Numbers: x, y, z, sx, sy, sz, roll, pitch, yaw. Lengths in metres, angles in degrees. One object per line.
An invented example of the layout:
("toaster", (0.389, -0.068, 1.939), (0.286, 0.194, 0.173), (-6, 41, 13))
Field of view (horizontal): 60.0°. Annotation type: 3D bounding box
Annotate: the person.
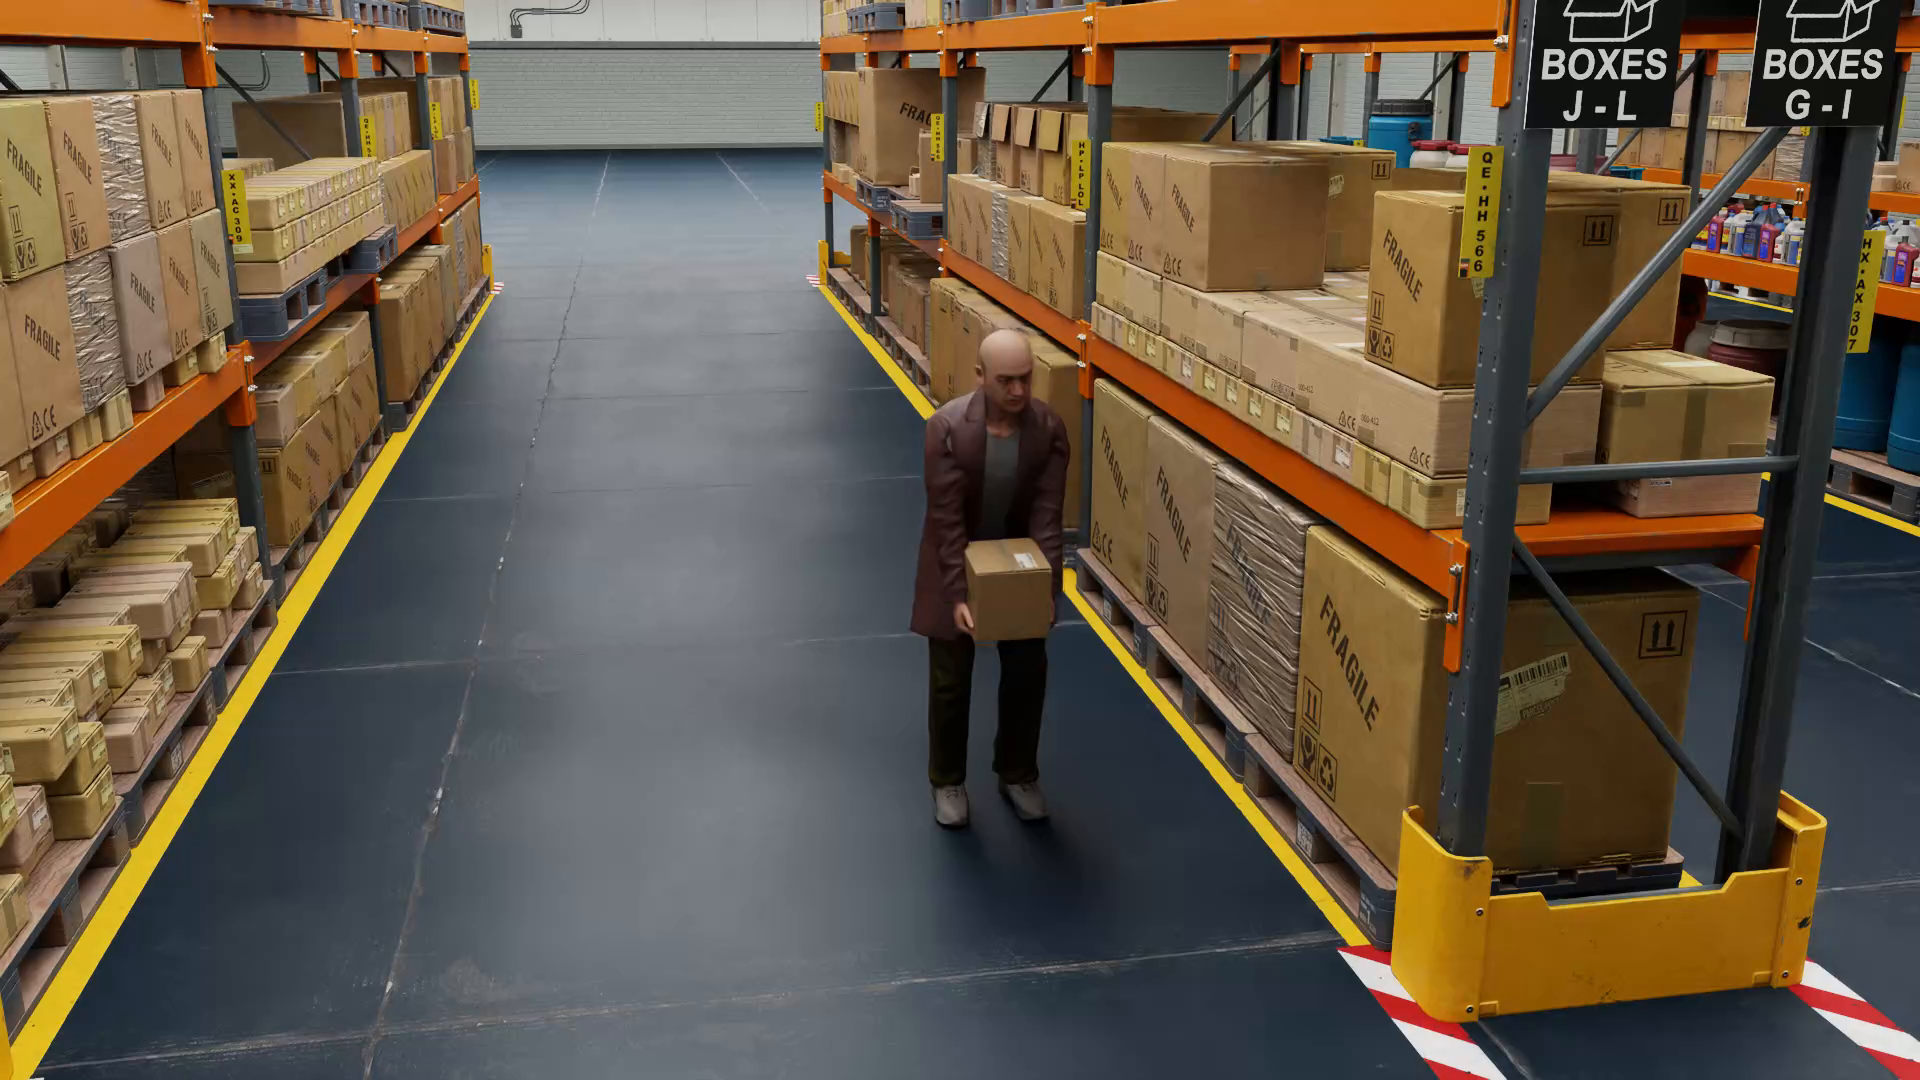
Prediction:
("person", (0.106, 0.144, 5.639), (0.534, 1.742, 0.605), (-3, 16, -11))
